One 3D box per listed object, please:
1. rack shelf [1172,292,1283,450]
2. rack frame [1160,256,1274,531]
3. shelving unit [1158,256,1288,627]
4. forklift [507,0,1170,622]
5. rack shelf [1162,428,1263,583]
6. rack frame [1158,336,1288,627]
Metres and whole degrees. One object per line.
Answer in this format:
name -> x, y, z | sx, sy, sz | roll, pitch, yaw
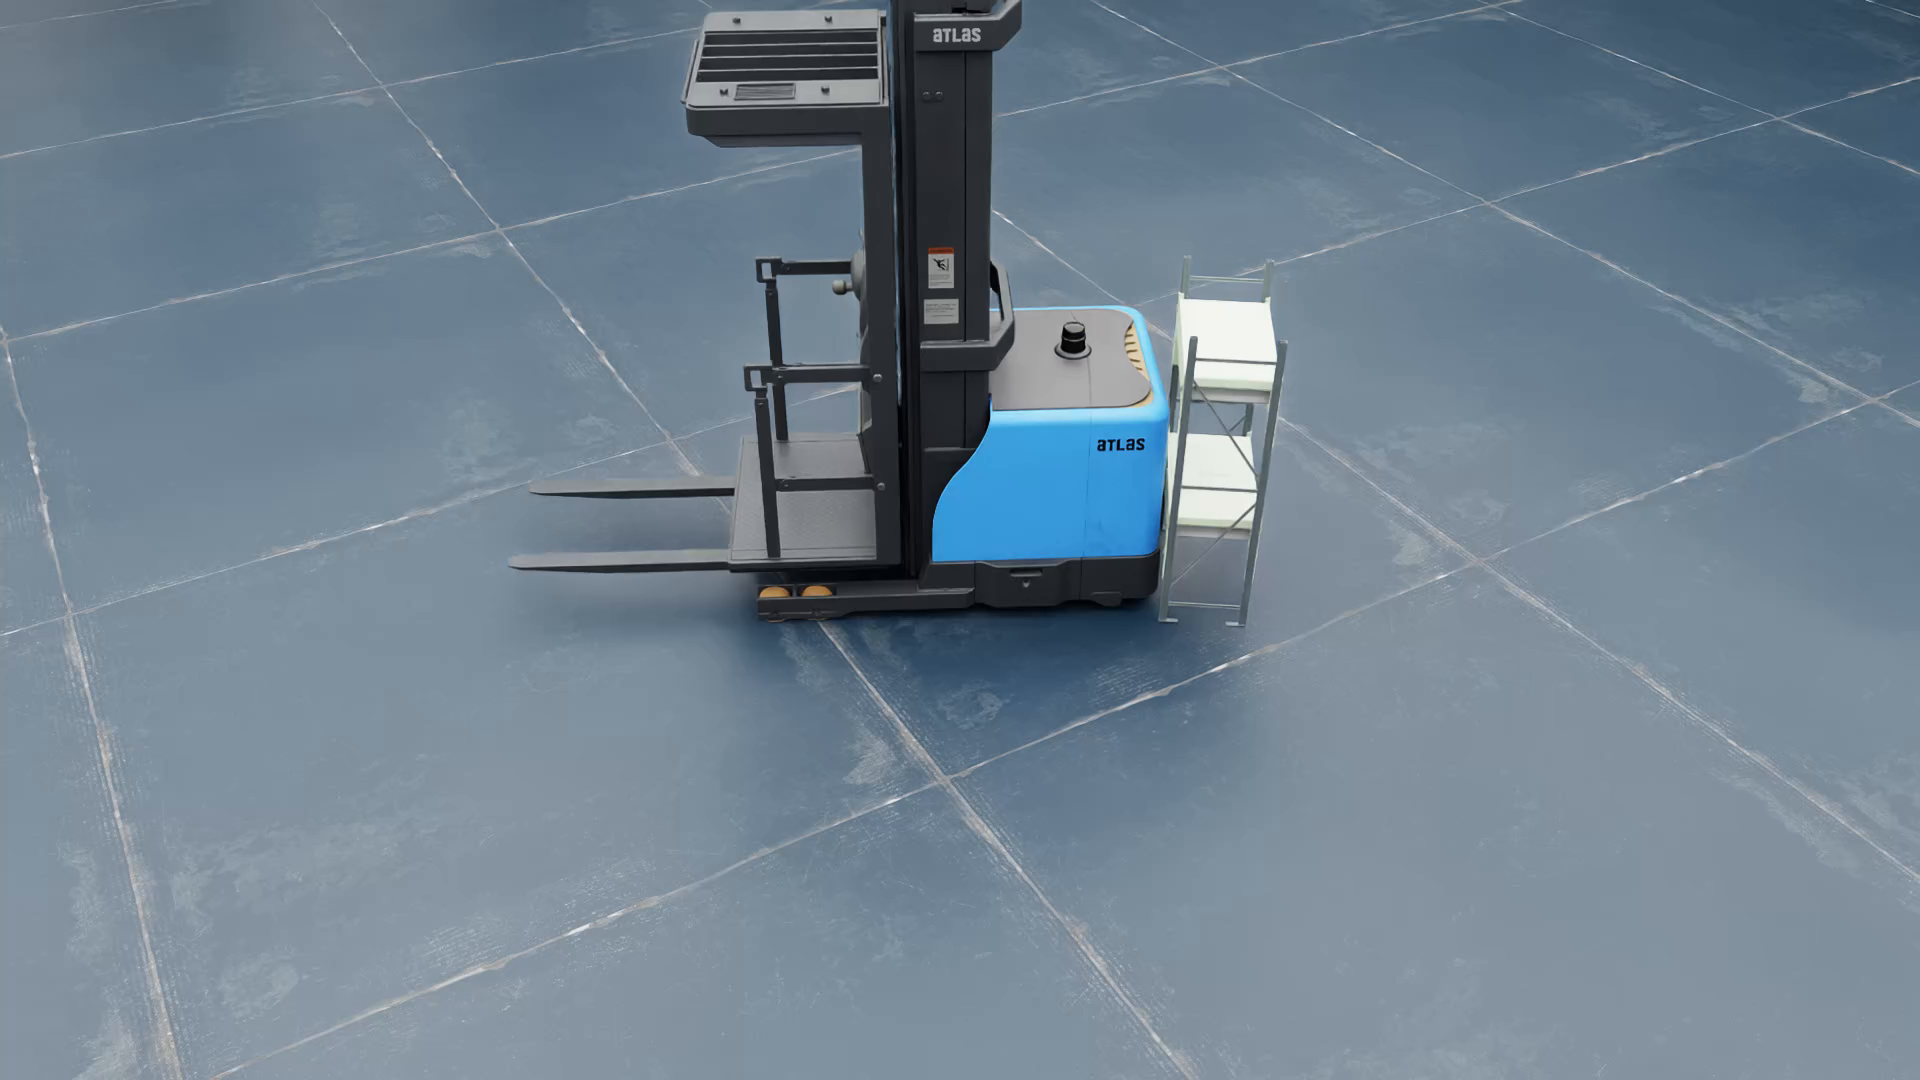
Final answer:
rack shelf -> 1.167, -0.749, 7.336 | 0.431, 0.370, 0.720 | 3, 36, 3
rack frame -> 1.188, -0.650, 7.862 | 0.400, 1.500, 0.023 | 3, 36, 3
shelving unit -> 1.161, -0.434, 7.567 | 0.431, 1.500, 0.755 | 3, 36, 3
forklift -> -0.603, -1.122, 7.301 | 3.031, 2.935, 1.130 | -2, 36, -2
rack shelf -> 1.156, -0.171, 7.760 | 0.431, 0.370, 0.720 | 3, 36, 3
rack frame -> 1.133, -0.219, 7.272 | 0.400, 1.500, 0.023 | 3, 36, 3
